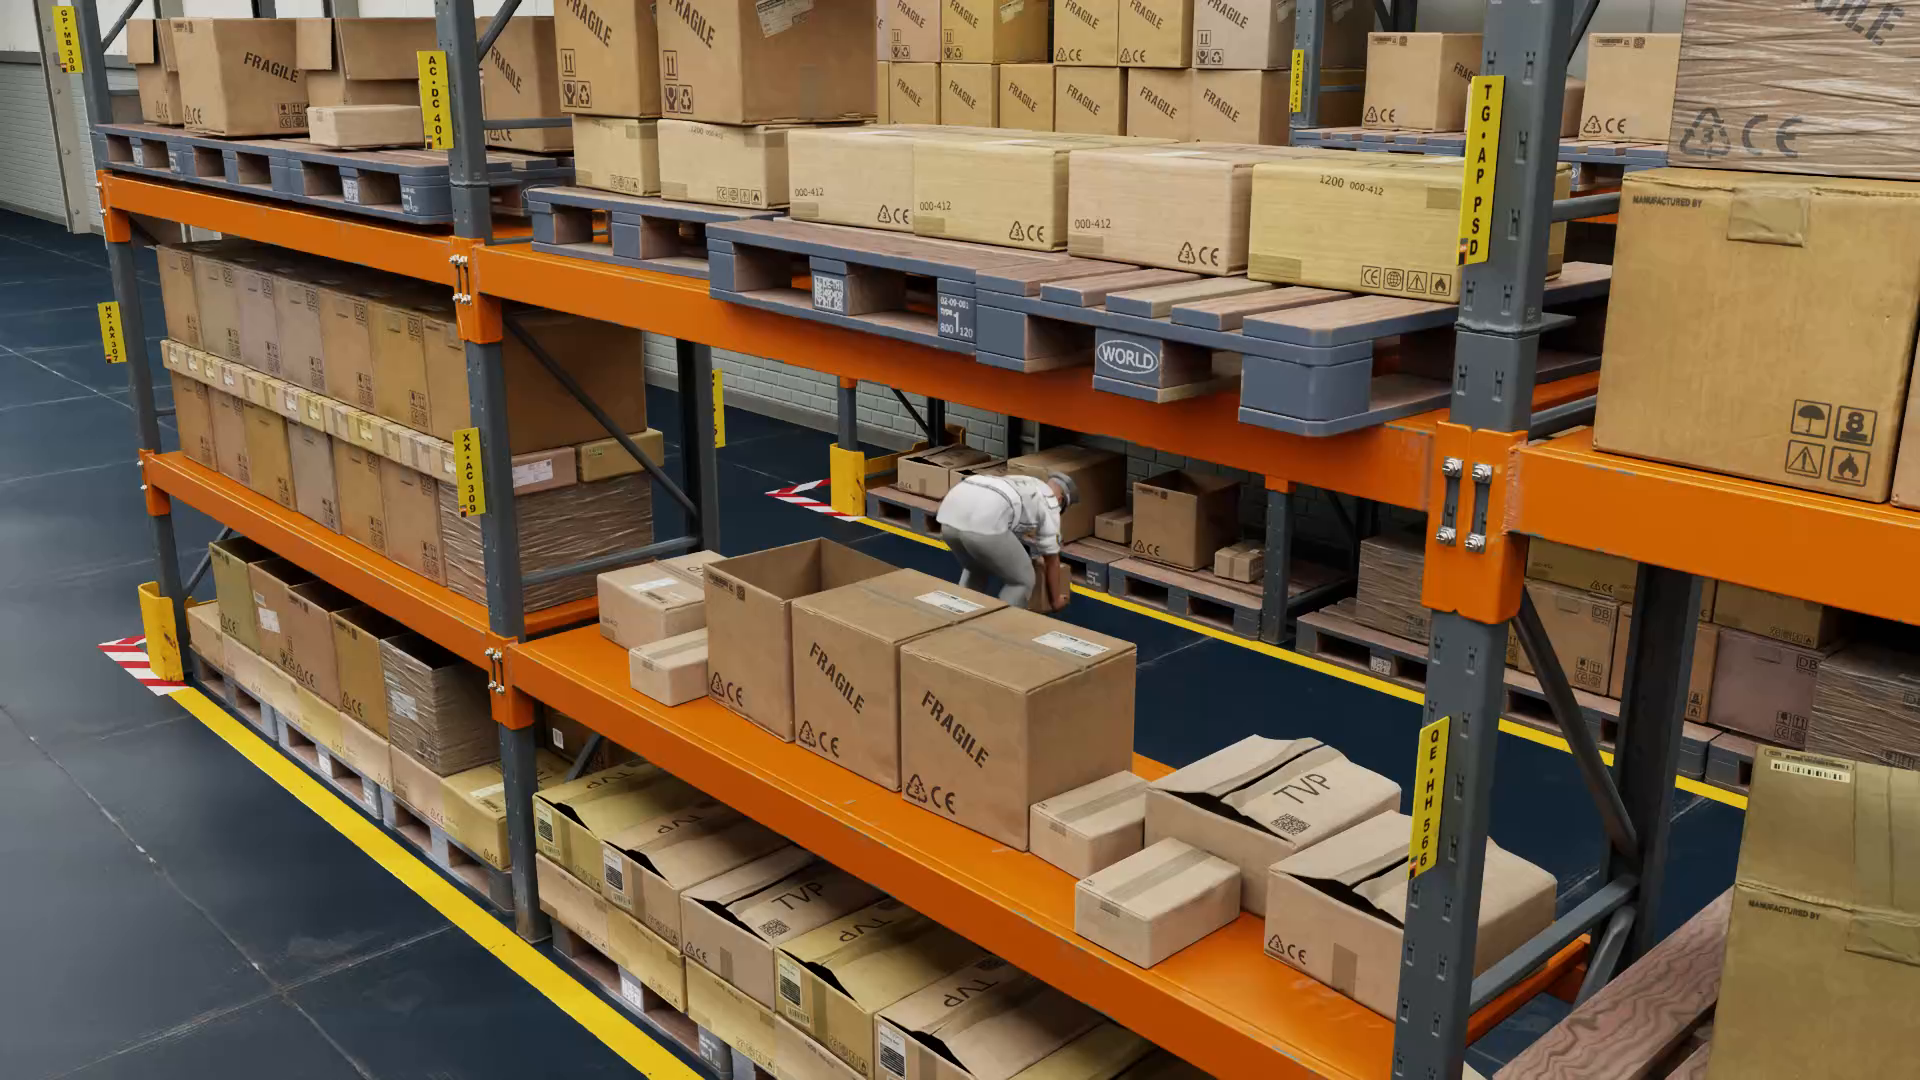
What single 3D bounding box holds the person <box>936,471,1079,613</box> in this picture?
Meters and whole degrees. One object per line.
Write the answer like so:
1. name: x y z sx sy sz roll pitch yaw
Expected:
1. person: 0.314 0.102 9.864 0.516 1.069 1.042 16 23 42
